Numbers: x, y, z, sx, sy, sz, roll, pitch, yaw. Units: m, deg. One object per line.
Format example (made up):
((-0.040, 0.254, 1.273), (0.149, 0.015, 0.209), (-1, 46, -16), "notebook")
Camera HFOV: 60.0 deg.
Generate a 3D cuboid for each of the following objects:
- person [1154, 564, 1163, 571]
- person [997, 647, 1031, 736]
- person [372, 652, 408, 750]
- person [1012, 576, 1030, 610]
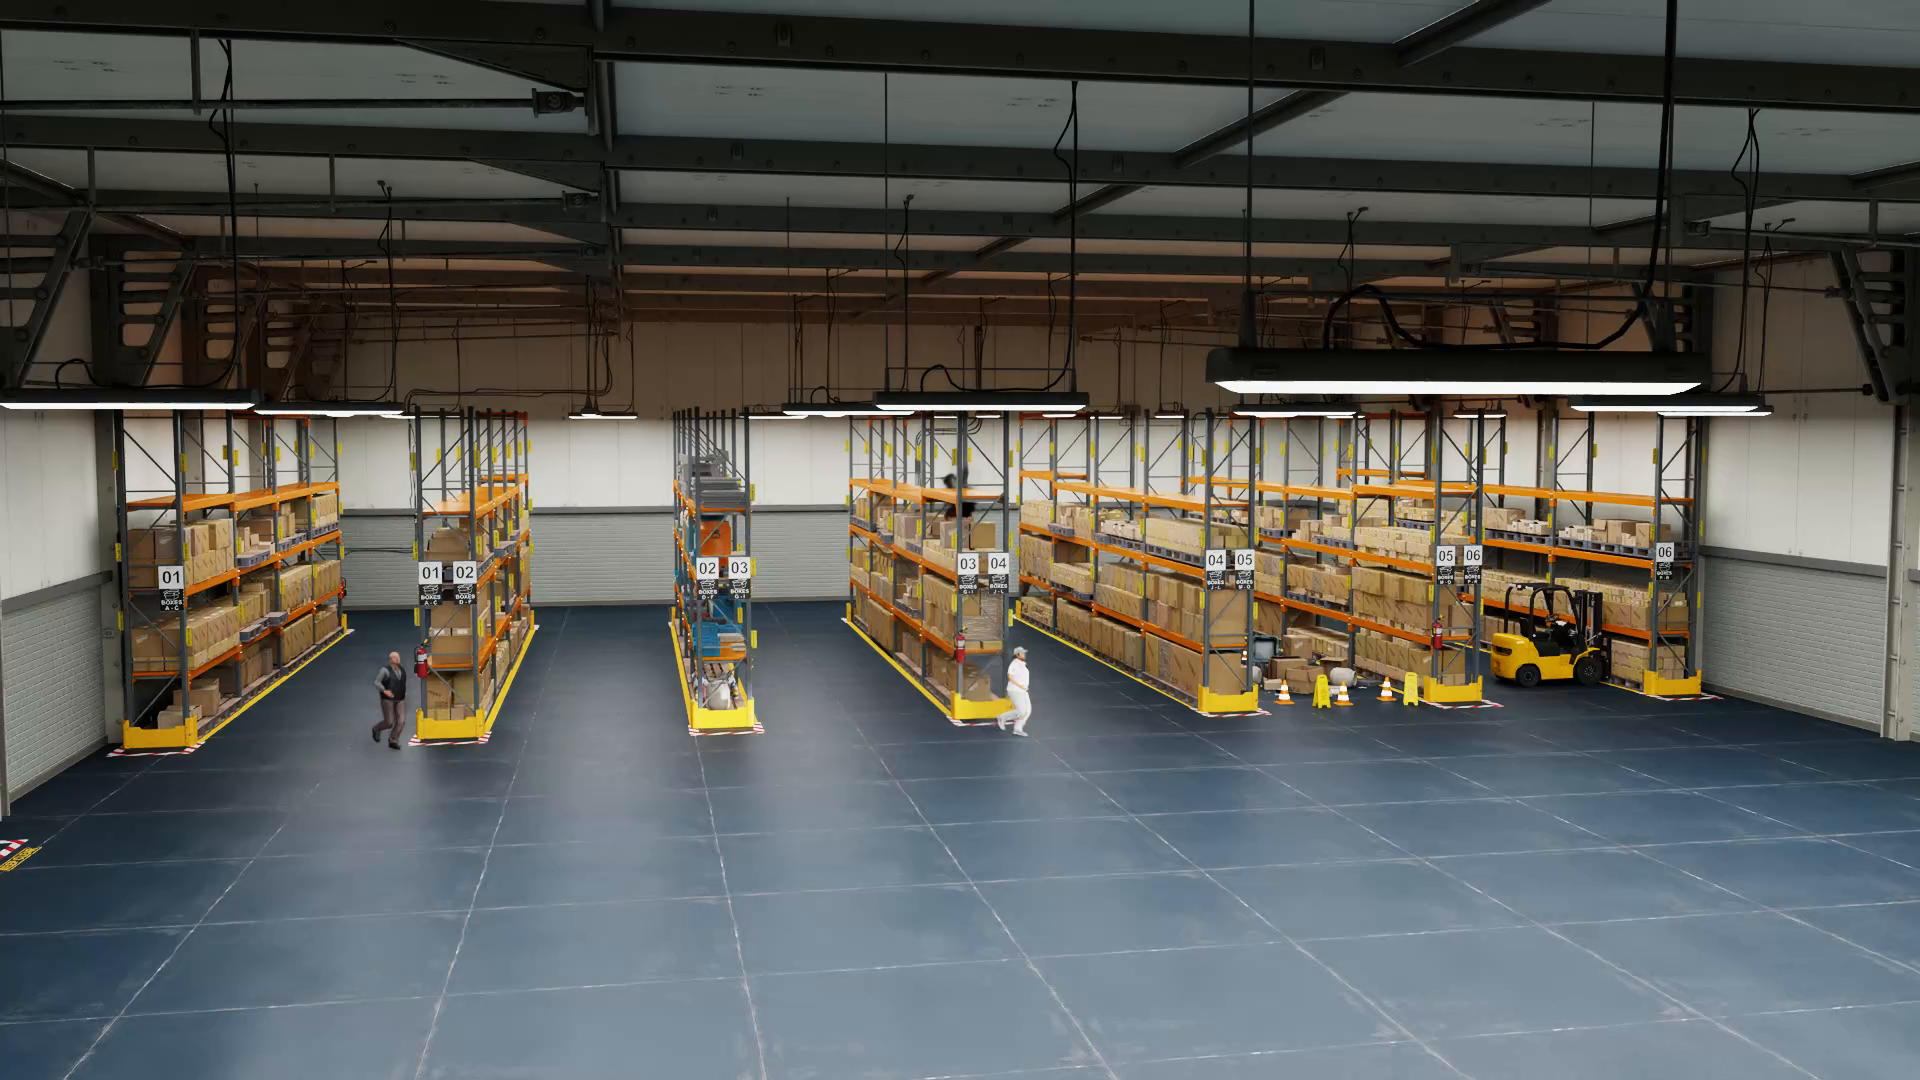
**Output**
((6.101, 1.341, 50.860), (0.658, 1.568, 0.540), (-1, 4, -10), "person")
((1.010, 2.762, 30.455), (0.585, 1.619, 0.617), (1, 4, 19), "person")
((-9.990, 2.812, 29.269), (0.679, 1.693, 0.678), (3, 5, 39), "person")
((1.894, 1.306, 50.029), (0.889, 1.724, 0.795), (1, 4, 13), "person")
